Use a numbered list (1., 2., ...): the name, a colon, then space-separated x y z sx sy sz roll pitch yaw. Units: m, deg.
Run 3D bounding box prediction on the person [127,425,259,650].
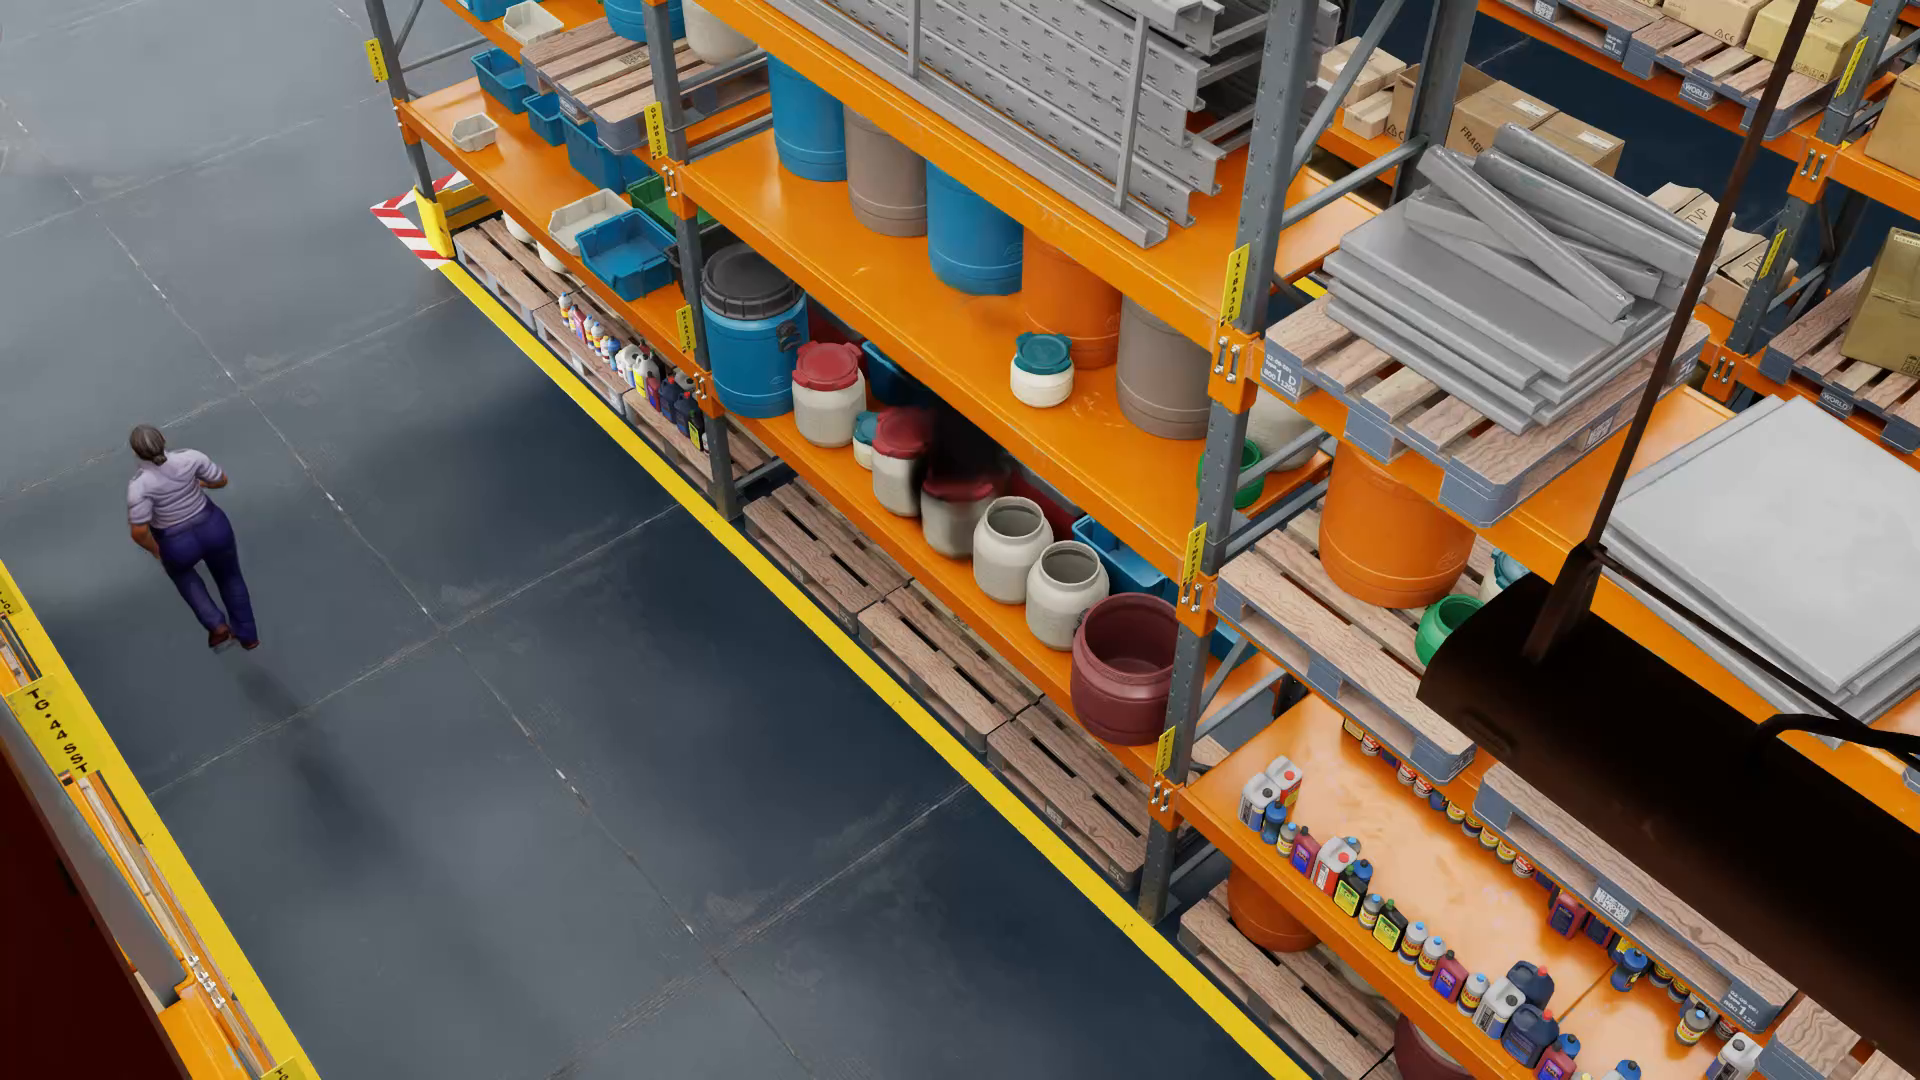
1. person: -4.416 -0.035 9.529 0.603 1.673 0.573 -33 55 -27
